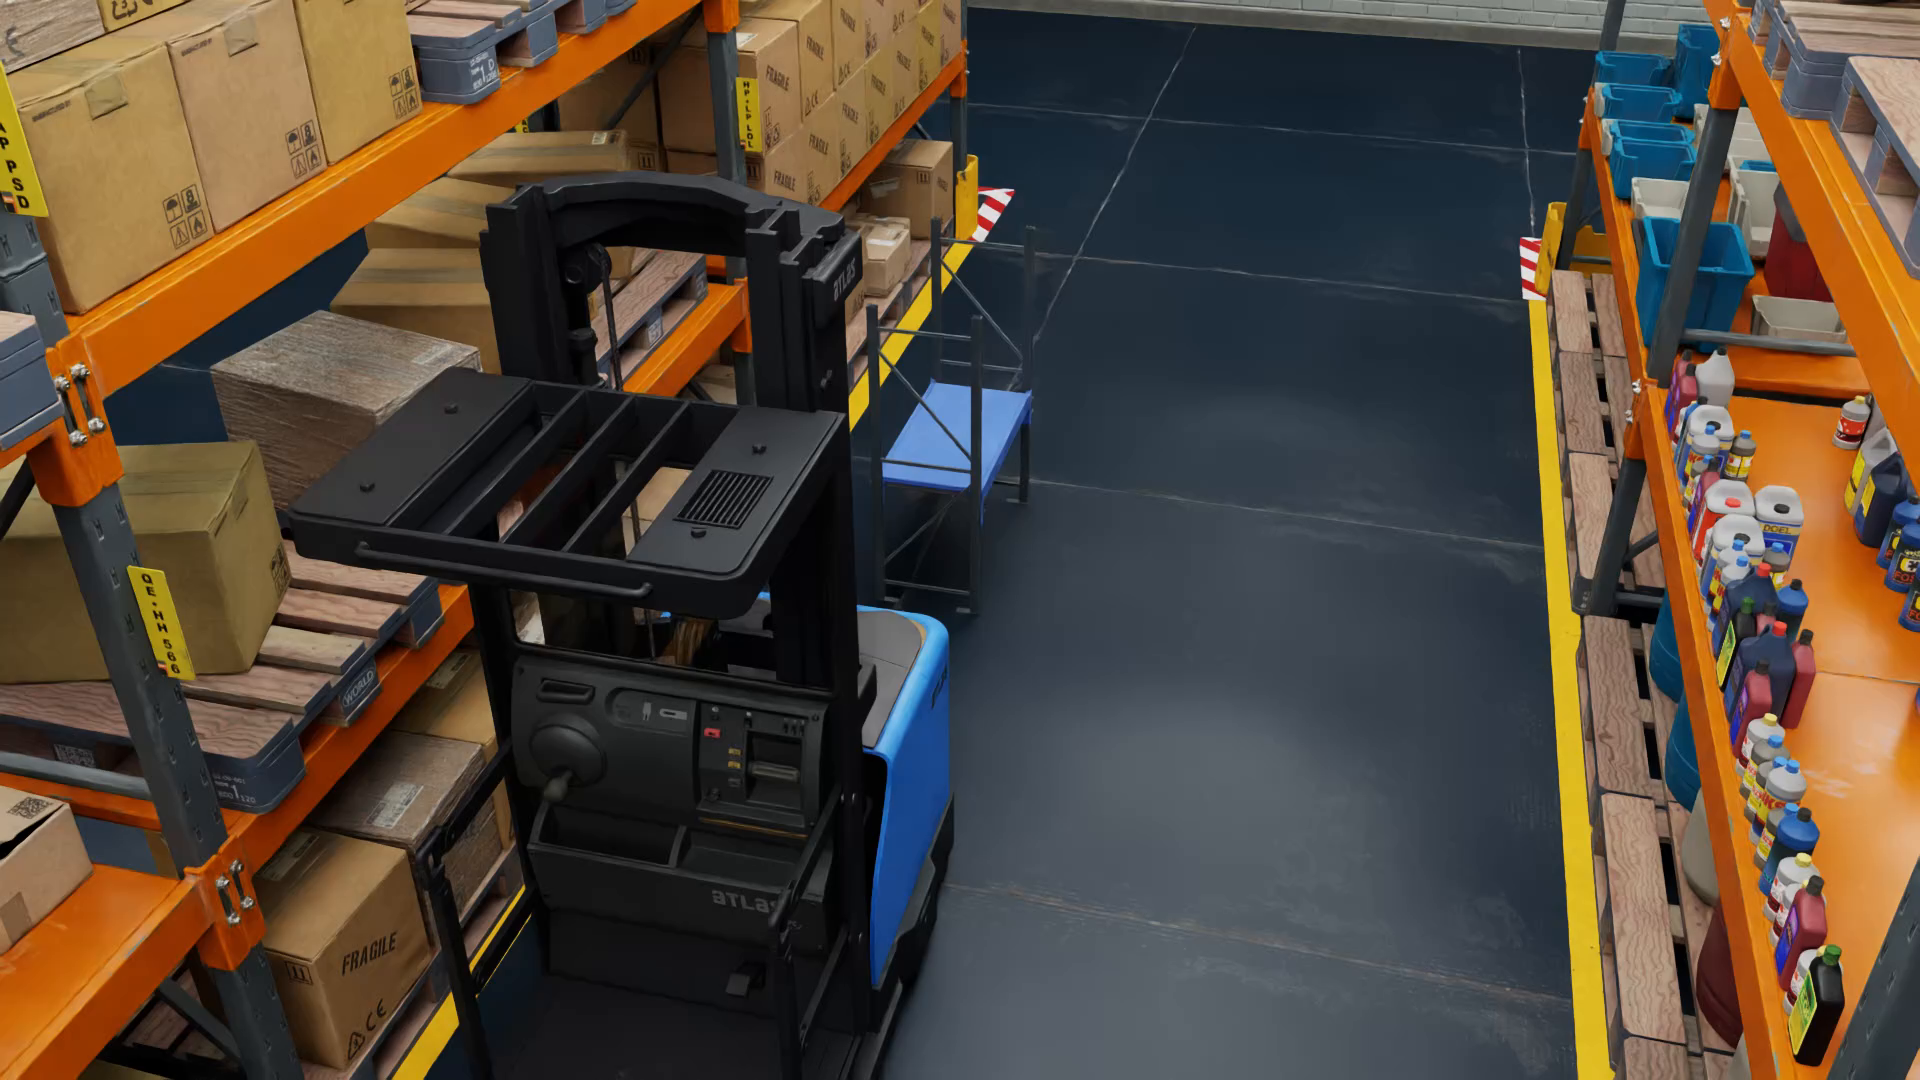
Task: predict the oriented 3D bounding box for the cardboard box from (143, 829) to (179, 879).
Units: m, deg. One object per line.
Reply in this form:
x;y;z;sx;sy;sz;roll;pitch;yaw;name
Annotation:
-2.471;0.973;5.844;0.500;0.500;0.500;9;34;14;cardboard box

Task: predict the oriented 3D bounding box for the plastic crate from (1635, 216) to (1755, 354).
3.113;-1.086;7.121;0.392;0.384;0.575;8;33;12;plastic crate

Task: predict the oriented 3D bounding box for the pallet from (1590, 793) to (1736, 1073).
2.780;1.428;5.807;1.003;0.211;1.213;8;33;12;pallet

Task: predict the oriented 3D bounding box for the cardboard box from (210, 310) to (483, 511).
-2.014;-0.390;5.582;0.700;0.500;0.500;14;35;21;cardboard box

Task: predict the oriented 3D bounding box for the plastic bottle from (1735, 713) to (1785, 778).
2.278;0.582;4.724;0.097;0.201;0.097;0;32;0;plastic bottle

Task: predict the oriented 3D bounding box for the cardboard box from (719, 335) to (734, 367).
-1.405;-1.230;9.484;0.500;0.311;0.500;8;33;12;cardboard box

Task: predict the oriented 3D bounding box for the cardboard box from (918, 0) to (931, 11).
-0.425;-3.464;9.878;0.500;0.500;0.500;9;34;14;cardboard box

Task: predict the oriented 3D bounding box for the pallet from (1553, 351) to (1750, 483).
3.781;-0.624;9.035;1.003;0.211;1.213;8;33;12;pallet

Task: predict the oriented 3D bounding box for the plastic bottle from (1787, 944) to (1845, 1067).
1.999;1.078;3.867;0.061;0.283;0.133;8;33;12;plastic bottle

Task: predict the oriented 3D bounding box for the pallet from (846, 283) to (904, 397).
-0.983;-1.270;10.050;1.003;0.211;1.213;8;33;12;pallet

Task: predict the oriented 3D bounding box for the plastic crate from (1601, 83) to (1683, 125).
3.791;-2.384;9.305;0.416;0.233;0.300;8;33;12;plastic crate

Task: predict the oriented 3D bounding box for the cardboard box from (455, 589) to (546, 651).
-1.702;0.489;6.605;0.500;0.500;0.500;7;33;11;cardboard box

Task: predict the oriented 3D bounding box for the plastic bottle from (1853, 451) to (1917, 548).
3.221;-0.160;5.752;0.144;0.351;0.185;8;33;12;plastic bottle

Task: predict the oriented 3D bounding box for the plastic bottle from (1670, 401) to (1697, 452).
2.773;-0.431;6.317;0.097;0.201;0.097;0;32;0;plastic bottle

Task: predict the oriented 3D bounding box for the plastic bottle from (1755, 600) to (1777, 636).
2.429;0.328;5.046;0.061;0.283;0.133;8;33;12;plastic bottle

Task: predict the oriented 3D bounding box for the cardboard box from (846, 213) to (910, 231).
-0.540;-2.007;10.842;0.380;0.166;0.250;8;33;12;cardboard box

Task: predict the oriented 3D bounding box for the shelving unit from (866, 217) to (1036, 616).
-0.022;-0.589;7.778;0.538;1.500;1.048;8;33;12;shelving unit

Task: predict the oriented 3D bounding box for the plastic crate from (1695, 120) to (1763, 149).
4.220;-2.172;9.061;0.396;0.136;0.243;8;33;12;plastic crate

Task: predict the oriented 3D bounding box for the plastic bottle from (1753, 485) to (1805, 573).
2.750;-0.037;5.628;0.152;0.276;0.135;8;33;12;plastic bottle

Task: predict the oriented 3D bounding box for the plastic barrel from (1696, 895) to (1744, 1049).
2.703;1.295;5.273;0.600;0.588;0.708;8;33;12;plastic barrel

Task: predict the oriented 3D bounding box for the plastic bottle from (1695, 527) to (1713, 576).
2.547;0.030;5.591;0.097;0.201;0.097;0;32;0;plastic bottle

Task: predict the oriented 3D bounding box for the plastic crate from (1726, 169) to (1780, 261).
3.890;-1.521;7.902;0.437;0.282;0.530;8;33;12;plastic crate

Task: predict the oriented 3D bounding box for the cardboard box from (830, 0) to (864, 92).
-0.813;-2.660;8.613;0.500;0.500;0.500;7;33;11;cardboard box

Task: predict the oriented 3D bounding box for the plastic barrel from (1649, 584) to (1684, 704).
3.170;0.210;6.689;0.600;0.901;0.708;8;33;12;plastic barrel

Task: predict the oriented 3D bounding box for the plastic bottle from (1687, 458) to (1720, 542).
2.593;-0.136;5.777;0.061;0.283;0.133;8;33;12;plastic bottle

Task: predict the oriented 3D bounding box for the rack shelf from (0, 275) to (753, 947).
-1.974;-0.114;6.303;1.077;0.370;4.000;8;33;12;rack shelf

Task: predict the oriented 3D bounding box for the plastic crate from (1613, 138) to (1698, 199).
3.548;-1.887;8.522;0.416;0.233;0.300;8;33;12;plastic crate

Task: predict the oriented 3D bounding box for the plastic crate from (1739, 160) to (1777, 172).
4.066;-1.708;8.242;0.416;0.233;0.300;8;33;12;plastic crate

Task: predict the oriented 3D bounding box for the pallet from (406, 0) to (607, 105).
-1.960;-1.774;5.624;1.213;0.211;1.003;8;33;12;pallet

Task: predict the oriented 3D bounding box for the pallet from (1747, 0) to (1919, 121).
3.220;-1.545;5.264;1.213;0.211;1.003;8;33;12;pallet

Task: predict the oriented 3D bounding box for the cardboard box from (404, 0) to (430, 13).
-2.001;-2.039;5.287;0.600;0.600;0.600;7;33;10;cardboard box

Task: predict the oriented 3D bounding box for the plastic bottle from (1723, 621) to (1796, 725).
2.370;0.380;4.903;0.144;0.351;0.185;8;33;12;plastic bottle

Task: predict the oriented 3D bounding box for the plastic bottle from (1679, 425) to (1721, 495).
2.689;-0.290;6.030;0.097;0.271;0.097;0;32;0;plastic bottle

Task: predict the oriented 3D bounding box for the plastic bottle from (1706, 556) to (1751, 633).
2.464;0.172;5.304;0.097;0.271;0.097;0;32;0;plastic bottle

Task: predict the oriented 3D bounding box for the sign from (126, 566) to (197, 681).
-1.943;0.206;4.051;0.100;0.325;0.005;8;33;12;sign

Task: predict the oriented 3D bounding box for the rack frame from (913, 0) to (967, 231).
-0.451;-3.531;11.008;1.000;3.000;0.127;8;33;12;rack frame

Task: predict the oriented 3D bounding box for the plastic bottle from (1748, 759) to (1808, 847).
2.203;0.704;4.466;0.097;0.271;0.097;0;32;0;plastic bottle

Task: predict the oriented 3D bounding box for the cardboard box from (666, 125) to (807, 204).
-1.073;-1.725;8.074;0.500;0.500;0.500;9;34;14;cardboard box

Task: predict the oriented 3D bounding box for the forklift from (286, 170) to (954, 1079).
-0.879;0.641;4.509;1.130;2.935;3.031;8;33;12;forklift

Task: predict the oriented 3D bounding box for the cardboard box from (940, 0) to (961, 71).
-0.301;-3.303;10.557;0.500;0.500;0.500;9;34;14;cardboard box

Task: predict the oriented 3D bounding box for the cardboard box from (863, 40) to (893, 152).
-0.690;-2.514;9.316;0.500;0.500;0.500;8;33;12;cardboard box

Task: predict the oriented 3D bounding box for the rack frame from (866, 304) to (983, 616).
-0.151;-0.325;7.363;0.500;1.500;0.032;8;33;12;rack frame

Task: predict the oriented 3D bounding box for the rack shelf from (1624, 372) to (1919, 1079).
2.817;0.563;5.239;1.077;0.370;4.000;8;33;12;rack shelf

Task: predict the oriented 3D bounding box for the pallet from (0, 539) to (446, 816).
-2.377;0.340;5.098;1.213;0.211;1.003;8;33;12;pallet

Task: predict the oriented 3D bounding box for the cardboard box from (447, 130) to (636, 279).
-1.803;-1.459;7.265;0.700;0.500;0.500;-3;33;-4;cardboard box

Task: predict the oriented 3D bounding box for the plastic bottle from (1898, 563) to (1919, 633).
3.098;0.158;5.325;0.097;0.271;0.097;0;32;0;plastic bottle

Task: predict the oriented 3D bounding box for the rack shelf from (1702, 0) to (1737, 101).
3.832;-2.779;7.700;1.077;0.370;4.000;8;33;12;rack shelf

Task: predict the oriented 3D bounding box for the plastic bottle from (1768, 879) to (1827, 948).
2.105;0.936;4.167;0.097;0.201;0.097;0;32;0;plastic bottle

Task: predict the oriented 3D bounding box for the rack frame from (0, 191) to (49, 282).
-2.481;-1.911;2.868;1.000;3.000;0.127;8;33;12;rack frame

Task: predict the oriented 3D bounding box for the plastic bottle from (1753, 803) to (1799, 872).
2.179;0.784;4.406;0.097;0.201;0.097;0;32;0;plastic bottle

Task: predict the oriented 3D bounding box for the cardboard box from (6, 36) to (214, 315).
-2.403;-0.918;4.010;0.910;0.500;0.500;8;33;12;cardboard box

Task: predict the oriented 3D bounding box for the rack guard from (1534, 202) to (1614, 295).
4.333;-1.814;10.637;1.175;0.500;0.348;8;33;12;rack guard

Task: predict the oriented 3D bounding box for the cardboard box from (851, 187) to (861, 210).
-0.890;-2.343;11.387;0.380;0.149;0.250;8;33;12;cardboard box

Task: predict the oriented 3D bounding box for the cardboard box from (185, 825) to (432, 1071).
-2.089;1.293;5.341;0.500;0.500;0.500;9;34;14;cardboard box
